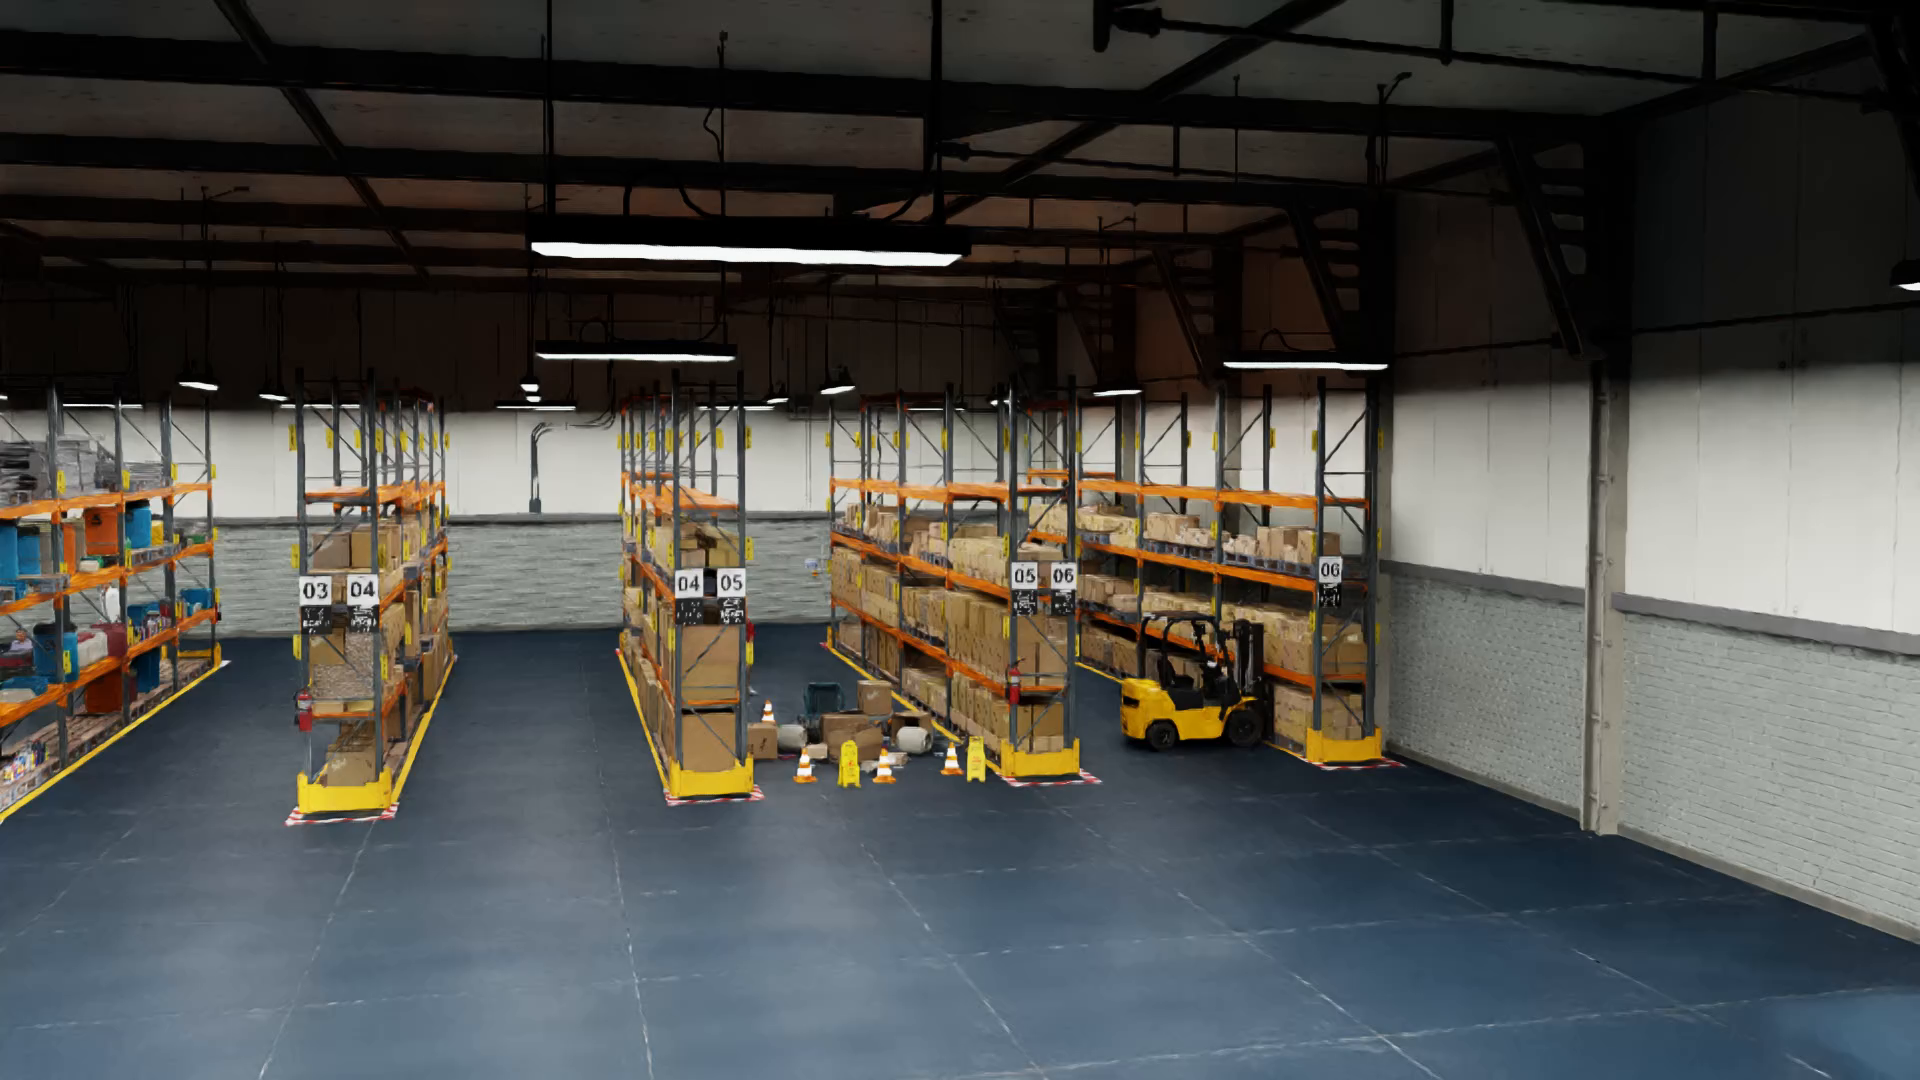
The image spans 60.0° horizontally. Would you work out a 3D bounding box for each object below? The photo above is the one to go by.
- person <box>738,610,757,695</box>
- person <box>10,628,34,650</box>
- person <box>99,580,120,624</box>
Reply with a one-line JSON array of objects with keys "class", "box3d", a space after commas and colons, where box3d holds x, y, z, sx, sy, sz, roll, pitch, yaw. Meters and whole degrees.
[{"class": "person", "box3d": [-4.231, 2.166, 32.835, 0.595, 1.737, 0.450, 3, 5, 45]}, {"class": "person", "box3d": [-17.227, 2.379, 30.613, 0.478, 1.567, 1.083, -1, 4, -16]}, {"class": "person", "box3d": [-20.054, 1.775, 39.382, 0.614, 1.765, 0.626, 1, 4, 21]}]
